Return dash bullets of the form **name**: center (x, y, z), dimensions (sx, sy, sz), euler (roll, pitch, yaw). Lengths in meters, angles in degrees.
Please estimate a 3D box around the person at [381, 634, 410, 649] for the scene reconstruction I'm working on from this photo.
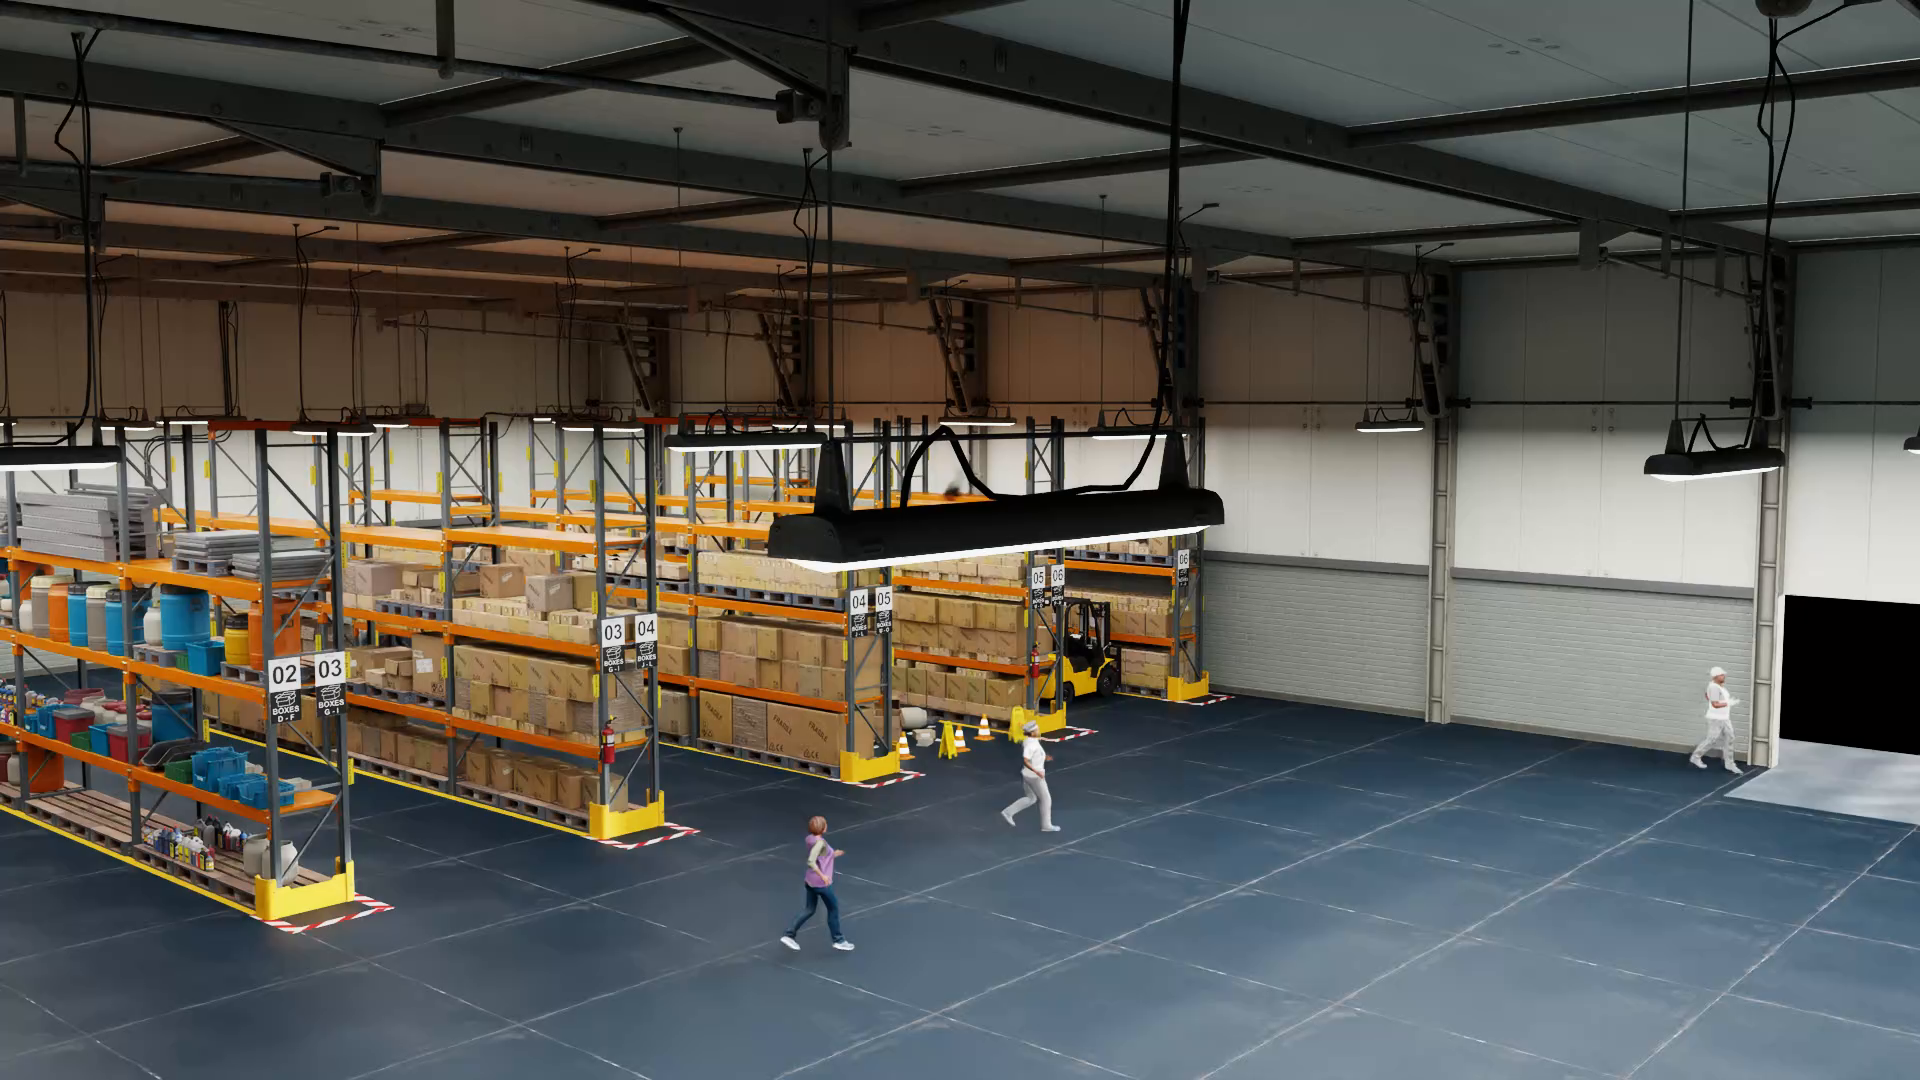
- **person**: center (-13.588, 2.175, 39.979), dimensions (0.755, 1.749, 0.704), euler (0, 5, 4)

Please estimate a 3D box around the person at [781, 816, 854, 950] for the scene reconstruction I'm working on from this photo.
- **person**: center (-1.621, 3.932, 18.972), dimensions (0.878, 1.596, 0.531), euler (-3, 6, -31)

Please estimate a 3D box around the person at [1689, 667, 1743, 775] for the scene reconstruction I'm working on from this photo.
- **person**: center (12.913, 3.064, 28.336), dimensions (0.843, 1.816, 0.669), euler (4, 6, 37)

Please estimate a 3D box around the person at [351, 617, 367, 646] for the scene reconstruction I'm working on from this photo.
- **person**: center (-14.322, 2.212, 39.657), dimensions (0.660, 1.664, 0.530), euler (4, 6, 37)

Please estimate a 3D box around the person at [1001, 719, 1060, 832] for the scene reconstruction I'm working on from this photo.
- **person**: center (1.074, 3.462, 24.392), dimensions (0.817, 1.665, 0.587), euler (-1, 5, -10)
